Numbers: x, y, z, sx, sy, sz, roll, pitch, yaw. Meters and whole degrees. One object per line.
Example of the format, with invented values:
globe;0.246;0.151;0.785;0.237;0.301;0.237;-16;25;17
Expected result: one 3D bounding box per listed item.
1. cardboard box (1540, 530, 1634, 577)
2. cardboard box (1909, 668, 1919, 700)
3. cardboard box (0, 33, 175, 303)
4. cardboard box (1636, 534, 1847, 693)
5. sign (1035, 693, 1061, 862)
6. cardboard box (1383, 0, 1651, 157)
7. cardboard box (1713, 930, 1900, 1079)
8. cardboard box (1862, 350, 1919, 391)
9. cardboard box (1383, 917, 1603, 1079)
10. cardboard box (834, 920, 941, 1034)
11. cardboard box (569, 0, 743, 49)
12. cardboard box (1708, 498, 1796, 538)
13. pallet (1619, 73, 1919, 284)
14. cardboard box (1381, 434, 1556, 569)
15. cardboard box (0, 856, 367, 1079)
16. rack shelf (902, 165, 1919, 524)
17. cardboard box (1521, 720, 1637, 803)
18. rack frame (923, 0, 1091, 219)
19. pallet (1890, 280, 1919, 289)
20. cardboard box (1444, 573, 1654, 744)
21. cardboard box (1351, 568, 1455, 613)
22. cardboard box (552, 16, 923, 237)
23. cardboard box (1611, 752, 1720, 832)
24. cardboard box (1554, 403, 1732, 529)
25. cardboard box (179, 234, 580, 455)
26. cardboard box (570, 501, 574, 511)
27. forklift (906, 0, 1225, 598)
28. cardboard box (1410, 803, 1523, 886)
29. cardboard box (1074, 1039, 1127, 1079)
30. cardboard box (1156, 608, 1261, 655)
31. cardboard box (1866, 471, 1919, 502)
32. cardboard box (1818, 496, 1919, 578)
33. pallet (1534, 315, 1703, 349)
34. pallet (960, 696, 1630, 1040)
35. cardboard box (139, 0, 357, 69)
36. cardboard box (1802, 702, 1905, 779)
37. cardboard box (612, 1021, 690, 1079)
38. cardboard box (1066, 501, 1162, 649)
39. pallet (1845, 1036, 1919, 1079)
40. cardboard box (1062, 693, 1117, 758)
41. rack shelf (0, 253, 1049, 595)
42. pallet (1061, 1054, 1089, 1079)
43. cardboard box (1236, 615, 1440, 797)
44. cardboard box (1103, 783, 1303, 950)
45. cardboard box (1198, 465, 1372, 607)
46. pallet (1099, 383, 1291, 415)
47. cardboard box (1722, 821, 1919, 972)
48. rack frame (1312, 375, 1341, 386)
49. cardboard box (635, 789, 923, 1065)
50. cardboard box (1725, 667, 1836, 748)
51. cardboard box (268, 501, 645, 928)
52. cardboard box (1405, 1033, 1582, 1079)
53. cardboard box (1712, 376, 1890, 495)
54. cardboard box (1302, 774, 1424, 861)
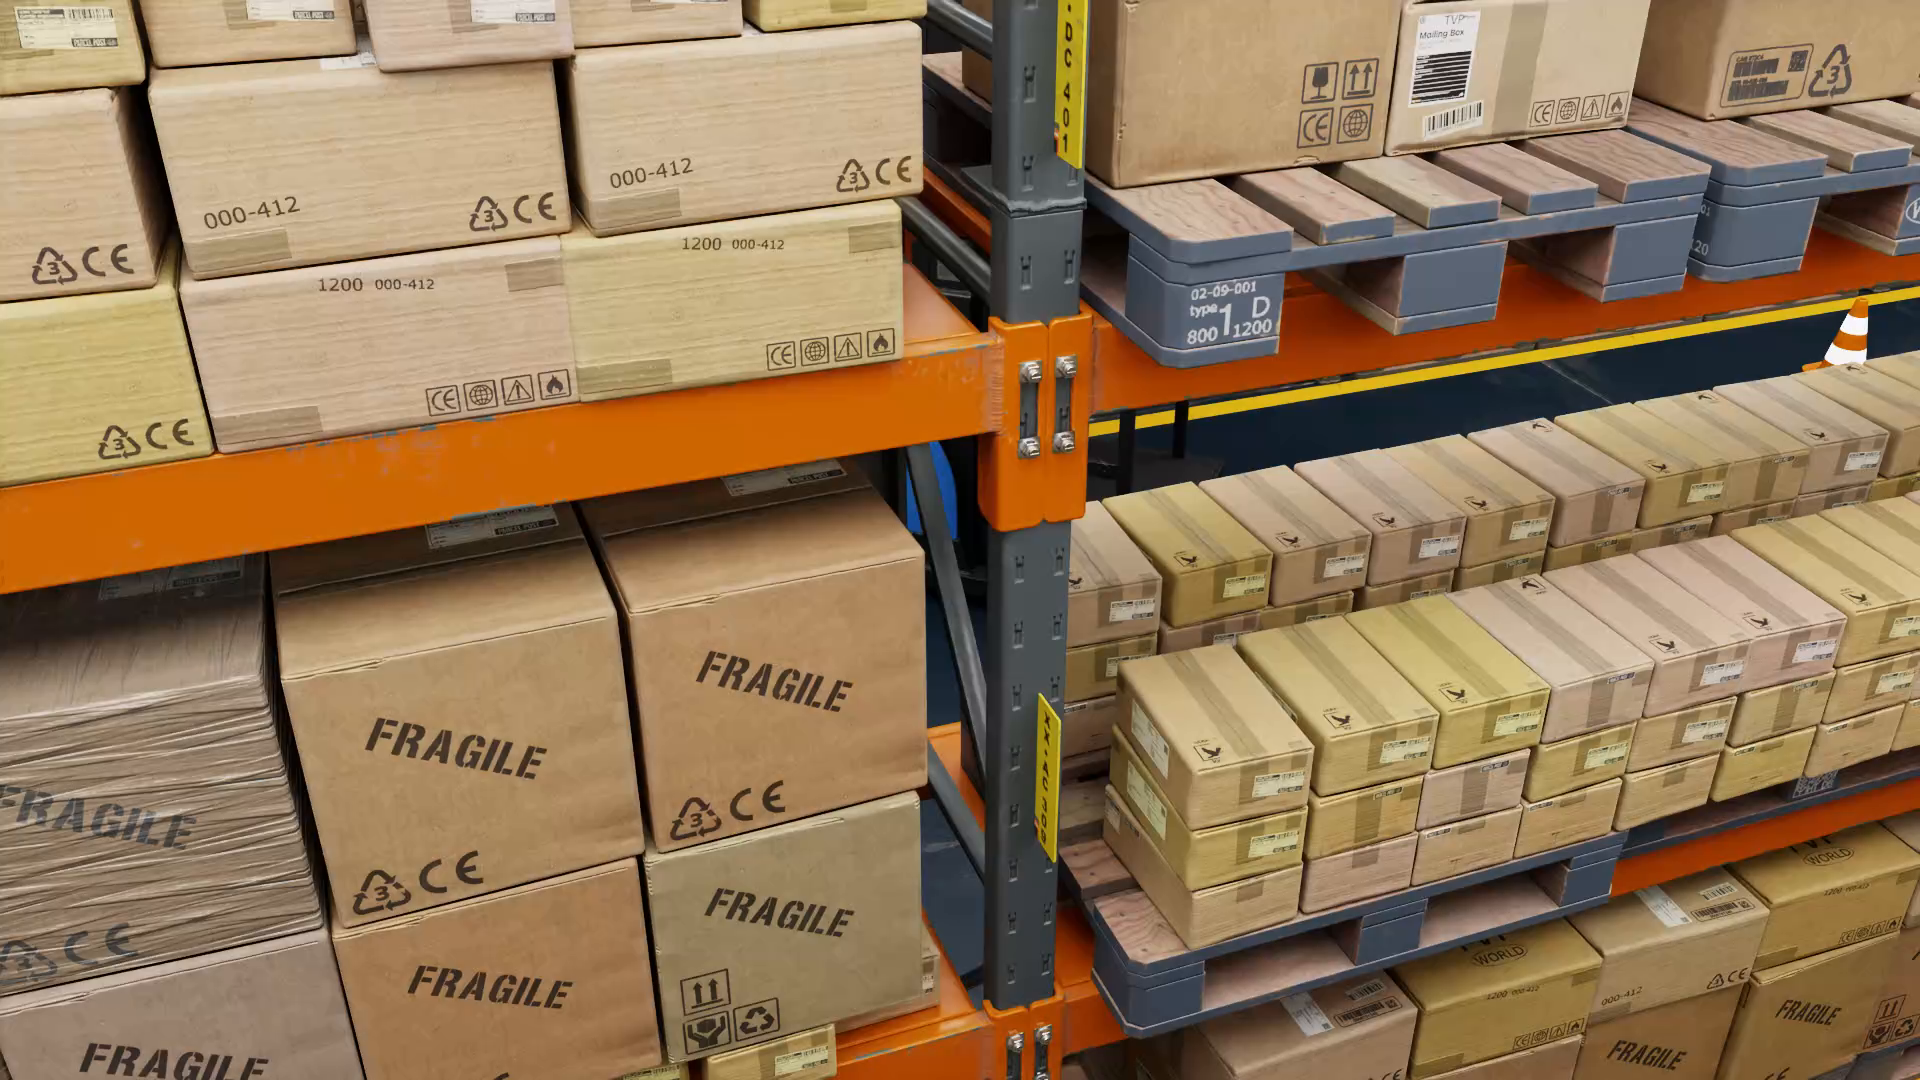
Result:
cardboard box;1.502;-0.026;4.294;0.250;0.149;0.380;-10;31;-17
cardboard box;2.200;0.193;3.909;0.250;0.149;0.380;-10;31;-16
cardboard box;-1.359;-0.515;2.240;0.500;0.250;0.500;-9;31;-16
cardboard box;1.705;0.156;3.674;0.250;0.149;0.380;-9;31;-16
sign;0.160;0.441;3.072;0.005;0.325;0.100;-10;31;-18
cardboard box;0.862;-0.935;2.997;0.500;0.311;0.500;-11;31;-18
cardboard box;2.209;1.201;4.713;0.500;0.500;0.500;-12;32;-20
cardboard box;2.729;-0.378;4.612;0.250;0.149;0.380;-11;31;-18
cardboard box;1.246;1.046;4.227;0.500;0.250;0.500;-10;31;-16
cardboard box;-0.223;0.833;3.511;0.250;0.149;0.380;-11;31;-18
cardboard box;-0.479;-0.831;2.392;0.250;0.149;0.380;-10;31;-16
cardboard box;1.983;-0.114;4.448;0.250;0.149;0.380;-11;31;-18
pallet;1.550;-0.893;3.447;1.003;0.211;1.213;-10;31;-18
cardboard box;1.244;-0.102;4.128;0.250;0.149;0.380;-11;32;-19
cardboard box;-1.345;0.782;2.945;0.500;0.500;0.500;-11;31;-18
rack shelf;1.838;-0.770;3.767;4.000;0.370;1.077;-10;31;-18
cardboard box;1.221;0.374;3.593;0.250;0.149;0.380;-12;32;-20
rack frame;-0.036;-2.040;2.241;0.127;3.000;1.000;-10;31;-18
pallet;6.258;-2.015;11.073;1.213;0.211;1.003;-10;31;-18
cardboard box;1.228;0.244;3.520;0.250;0.149;0.380;-11;31;-18
cardboard box;1.002;0.067;4.132;0.250;0.149;0.380;-11;32;-19
cardboard box;-0.380;-0.692;2.550;0.500;0.250;0.500;-12;32;-20
cardboard box;1.461;0.459;3.743;0.250;0.149;0.380;-12;32;-20
cardboard box;1.745;-0.197;4.295;0.250;0.149;0.380;-11;31;-18
cardboard box;-0.874;-0.381;2.510;0.500;0.250;0.500;-11;31;-18
cardboard box;-1.025;0.020;3.272;0.500;0.500;0.500;-11;32;-19
forklift;0.590;-1.164;6.831;3.031;2.935;1.130;11;31;18
cardboard box;0.987;0.546;3.590;0.250;0.149;0.380;-10;31;-17
cardboard box;0.569;1.225;4.670;0.500;0.500;0.500;-11;31;-19
cardboard box;0.514;0.157;3.973;0.250;0.149;0.380;-10;31;-17
cardboard box;2.451;-0.197;4.595;0.250;0.149;0.380;-10;31;-17
cardboard box;2.200;0.063;3.837;0.250;0.149;0.380;-9;31;-15
pallet;3.766;-1.535;10.231;1.213;0.211;1.003;-10;31;-18
pallet;0.731;0.585;3.887;1.213;0.211;1.003;-10;31;-18
cardboard box;-0.980;-0.779;2.301;0.250;0.149;0.380;-9;31;-16
cardboard box;1.952;0.368;3.903;0.250;0.149;0.380;-12;32;-20
cardboard box;-0.697;0.947;3.312;0.250;0.149;0.380;-9;31;-16
cardboard box;0.272;0.075;3.818;0.250;0.149;0.380;-9;31;-15
pallet;2.980;1.222;5.393;1.213;0.211;1.003;-10;31;-18
cardboard box;0.267;0.333;3.966;0.250;0.149;0.380;-11;32;-19
rack shelf;-1.911;-0.079;2.556;4.000;0.370;1.077;-10;31;-18
pallet;0.693;1.643;4.653;1.213;0.211;1.003;-10;31;-18
cardboard box;0.752;0.329;3.371;0.250;0.149;0.380;-10;31;-16
cardboard box;0.493;0.638;3.429;0.250;0.149;0.380;-12;32;-20
cardboard box;0.766;-0.016;3.976;0.250;0.149;0.380;-11;32;-19
pallet;1.127;-1.091;9.451;1.213;0.211;1.003;-10;31;-18
cardboard box;2.212;0.866;4.543;0.500;0.250;0.500;-10;31;-16
rack frame;1.892;-2.403;8.938;0.127;3.000;1.000;-10;31;-18
cardboard box;-0.391;0.608;3.251;0.500;0.500;0.500;-10;31;-18
cardboard box;1.721;0.280;3.757;0.250;0.149;0.380;-11;31;-18
cardboard box;-0.865;0.257;2.856;0.500;0.500;0.500;-11;32;-19
cardboard box;1.244;1.373;4.410;0.500;0.500;0.500;-9;31;-15
cardboard box;2.228;-0.285;4.449;0.250;0.149;0.380;-9;31;-15
cardboard box;0.735;0.463;3.436;0.250;0.149;0.380;-11;31;-19
